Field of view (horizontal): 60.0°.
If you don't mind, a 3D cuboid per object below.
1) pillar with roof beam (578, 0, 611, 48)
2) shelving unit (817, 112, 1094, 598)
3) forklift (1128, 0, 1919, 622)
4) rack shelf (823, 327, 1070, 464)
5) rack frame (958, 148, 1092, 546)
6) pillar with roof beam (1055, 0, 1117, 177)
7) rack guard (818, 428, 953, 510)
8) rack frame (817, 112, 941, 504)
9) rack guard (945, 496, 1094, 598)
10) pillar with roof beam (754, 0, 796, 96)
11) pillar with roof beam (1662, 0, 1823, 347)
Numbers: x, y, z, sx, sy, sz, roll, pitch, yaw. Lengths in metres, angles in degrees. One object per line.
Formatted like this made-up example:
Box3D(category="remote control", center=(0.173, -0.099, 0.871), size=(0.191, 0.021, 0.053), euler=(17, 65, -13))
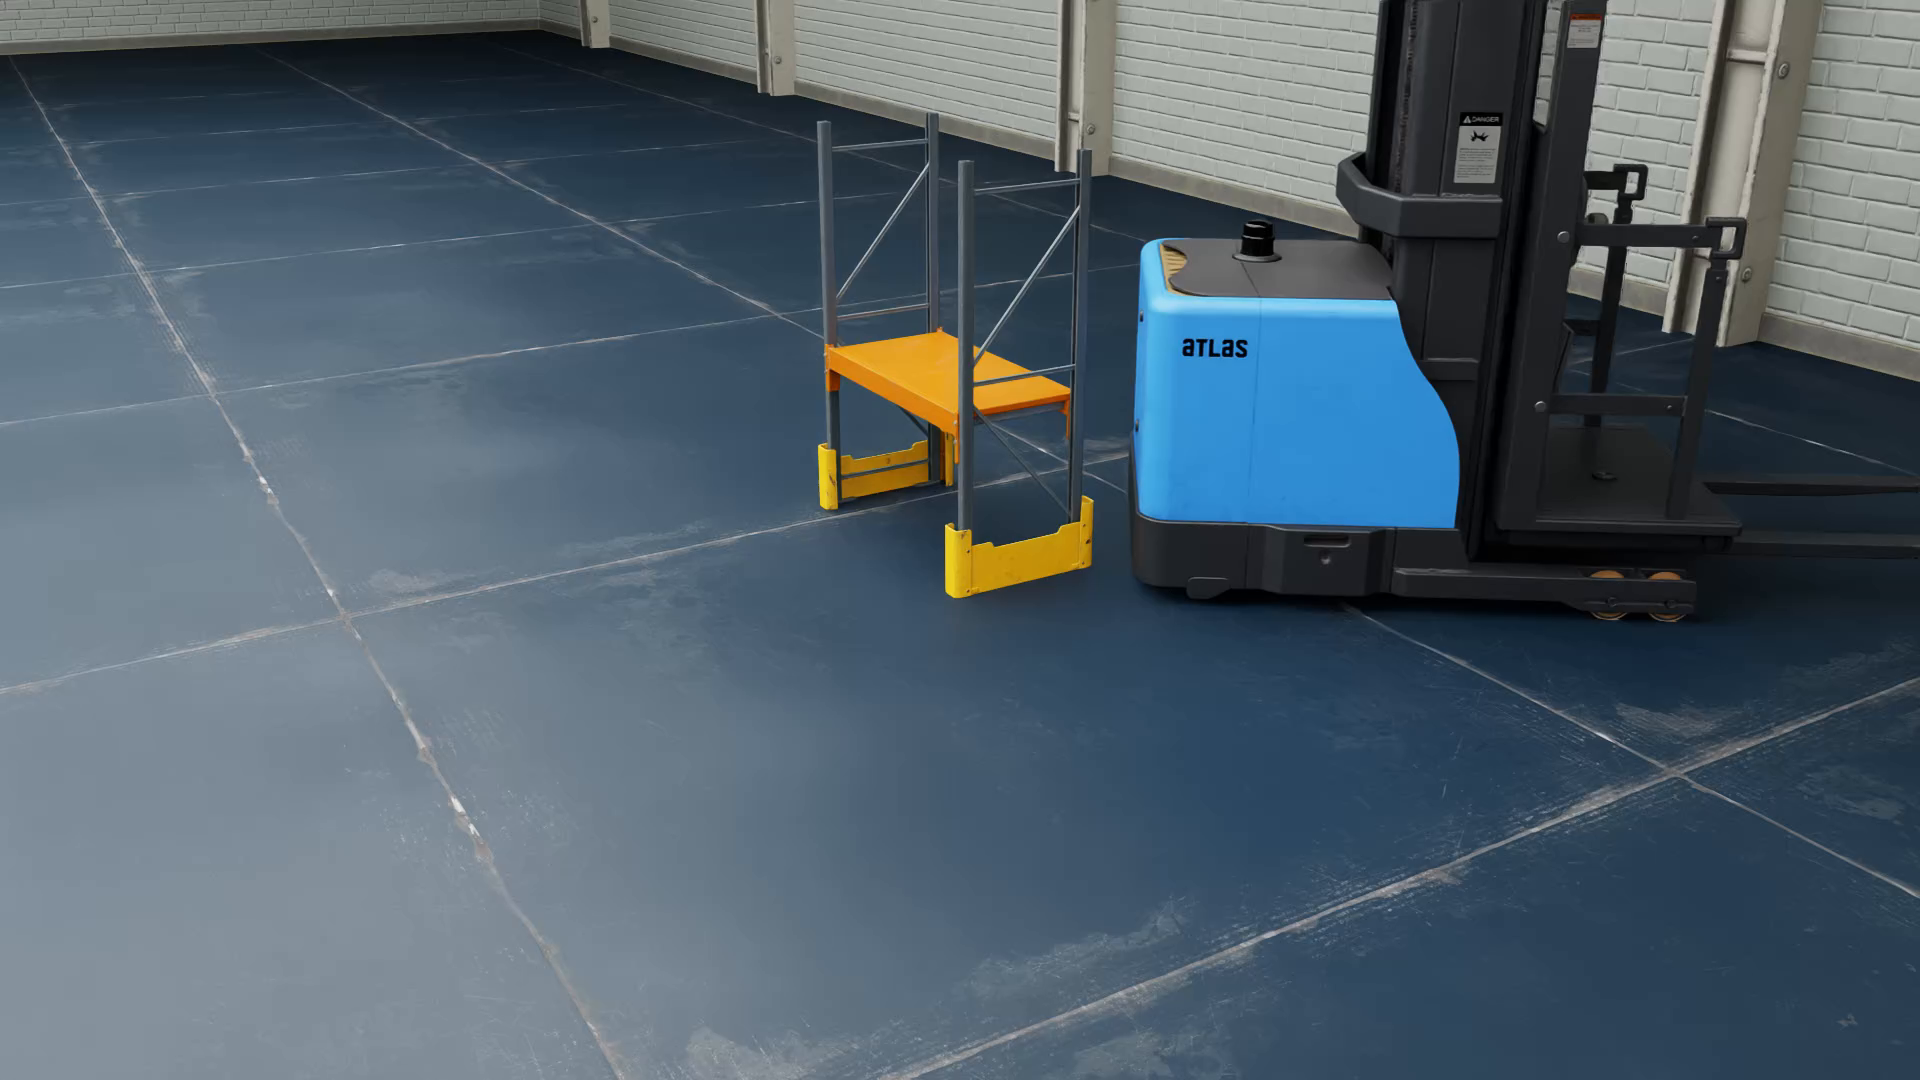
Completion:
Box3D(category="pillar with roof beam", center=(-8.808, -10.284, 19.662), size=(9.100, 9.000, 0.400), euler=(-13, 25, -28))
Box3D(category="shelving unit", center=(-0.039, -0.719, 6.090), size=(0.587, 1.500, 1.083), euler=(-13, 25, -28))
Box3D(category="forklift", center=(2.148, -1.288, 5.587), size=(3.031, 2.935, 1.130), euler=(2, 22, 4))
Box3D(category="rack shelf", center=(-0.044, -0.556, 6.165), size=(0.538, 0.185, 1.000), euler=(-13, 25, -28))
Box3D(category="rack frame", center=(0.216, -0.558, 5.692), size=(0.500, 1.500, 0.032), euler=(-13, 25, -28))
Box3D(category="pillar with roof beam", center=(-2.679, -6.399, 10.105), size=(9.100, 9.000, 0.400), euler=(-13, 25, -28))
Box3D(category="rack guard", center=(-0.293, -0.302, 6.722), size=(0.587, 0.250, 0.087), euler=(-13, 25, -28))
Box3D(category="rack frame", center=(-0.303, -0.887, 6.502), size=(0.500, 1.500, 0.032), euler=(-13, 25, -28))
Box3D(category="rack guard", center=(0.215, 0.021, 5.928), size=(0.587, 0.250, 0.087), euler=(-13, 25, -28))
Box3D(category="pillar with roof beam", center=(-5.744, -8.342, 14.883), size=(9.100, 9.000, 0.400), euler=(-13, 25, -28))
Box3D(category="pillar with roof beam", center=(0.386, -4.457, 5.326), size=(9.100, 9.000, 0.400), euler=(-13, 25, -28))
